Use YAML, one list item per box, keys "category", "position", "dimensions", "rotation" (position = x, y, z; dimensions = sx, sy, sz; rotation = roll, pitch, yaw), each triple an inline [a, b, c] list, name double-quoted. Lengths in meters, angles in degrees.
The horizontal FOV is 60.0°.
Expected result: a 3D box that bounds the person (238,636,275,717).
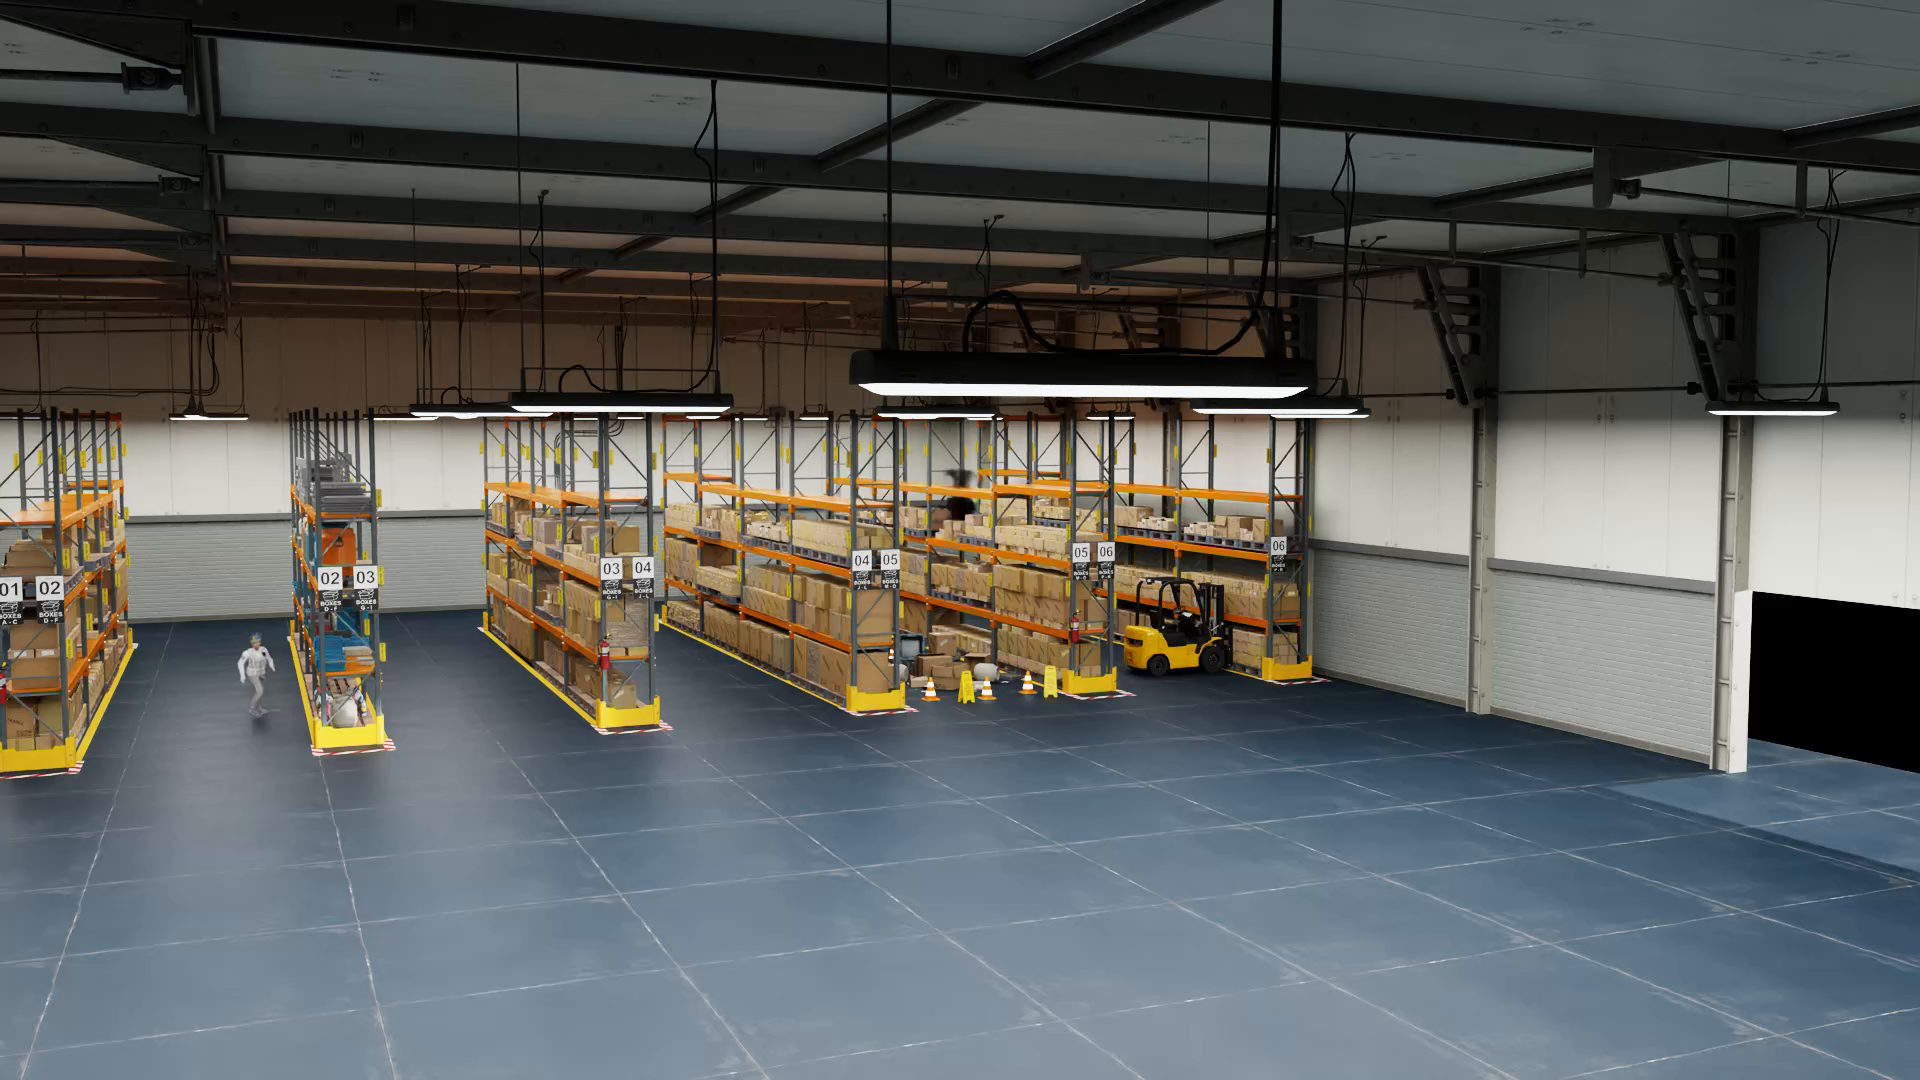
- category: "person"
  position: [-13.716, 2.668, 32.547]
  dimensions: [0.724, 1.626, 0.584]
  rotation: [2, 4, 27]
